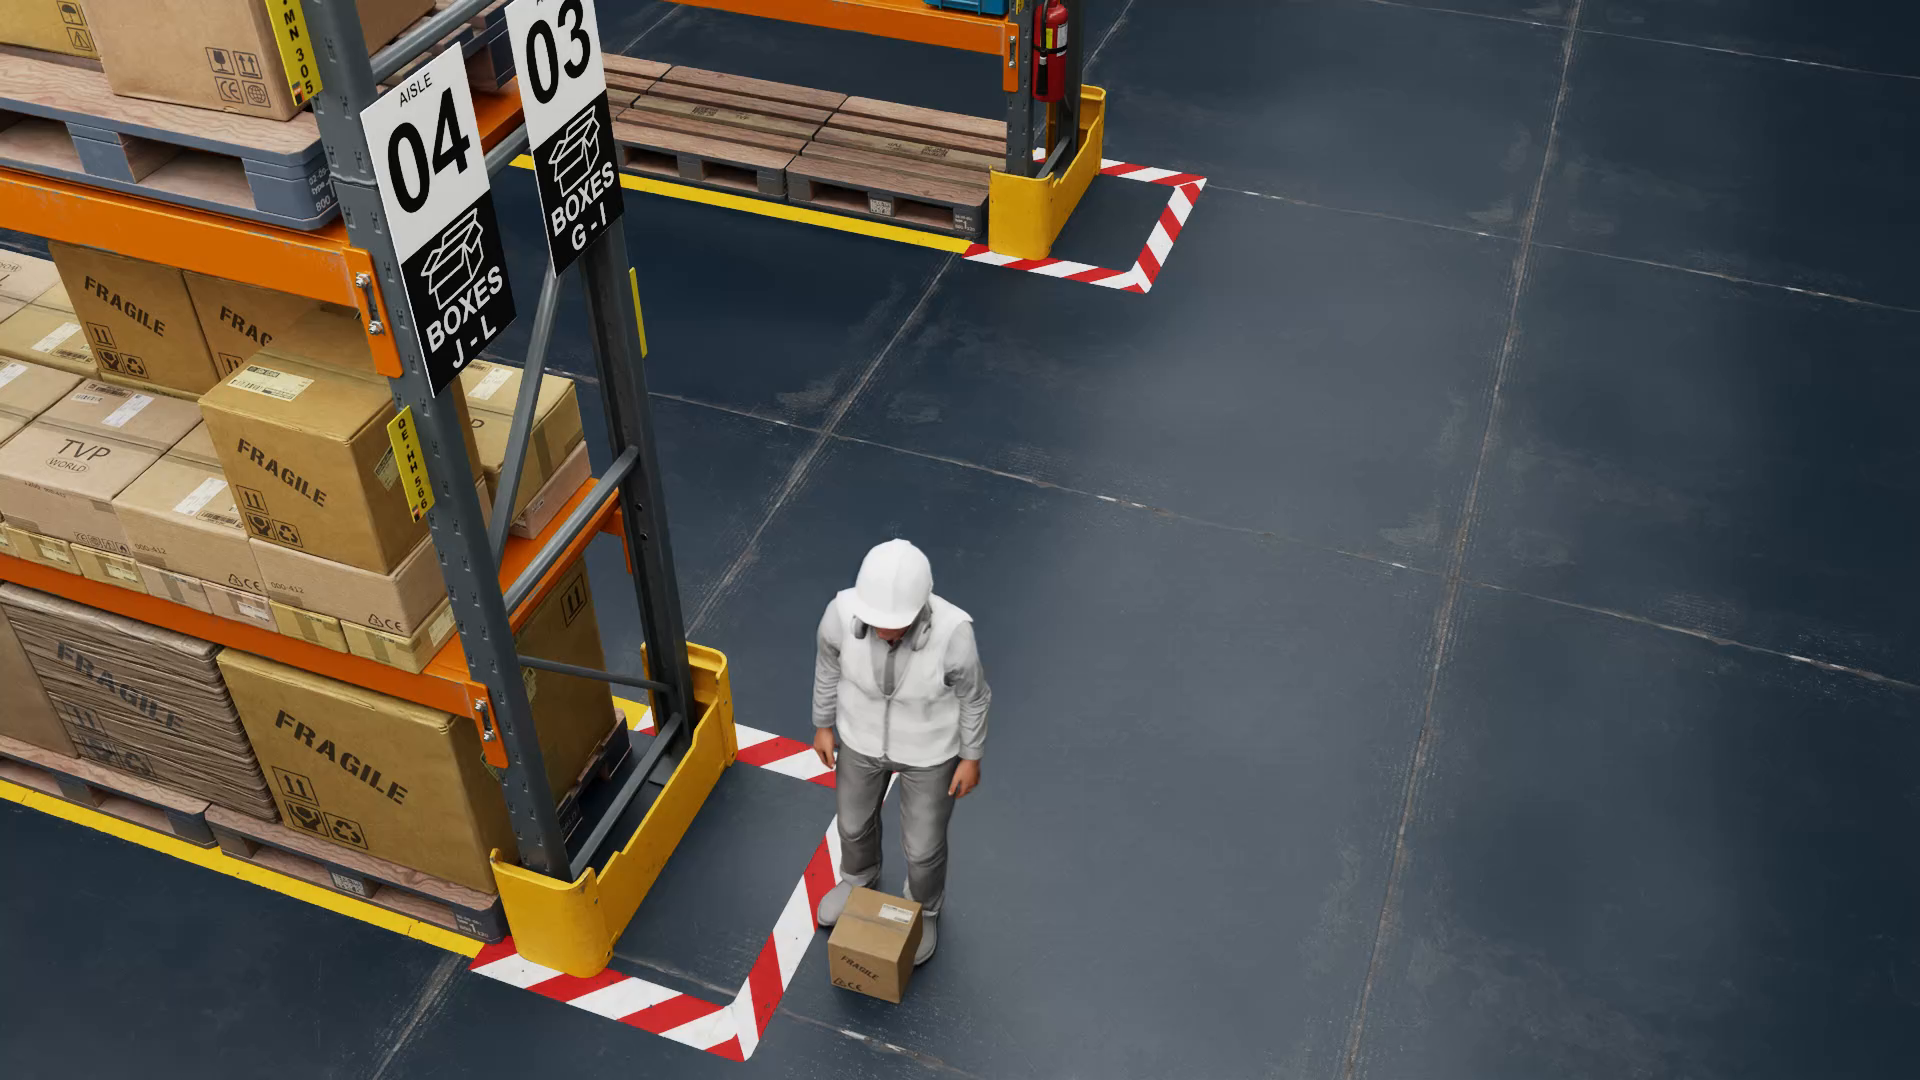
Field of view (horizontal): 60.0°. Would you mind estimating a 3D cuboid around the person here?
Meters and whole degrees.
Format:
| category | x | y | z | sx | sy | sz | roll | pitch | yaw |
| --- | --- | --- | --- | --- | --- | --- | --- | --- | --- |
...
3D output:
| category | x | y | z | sx | sy | sz | roll | pitch | yaw |
| --- | --- | --- | --- | --- | --- | --- | --- | --- | --- |
| person | -0.200 | 0.656 | 5.391 | 0.586 | 1.770 | 0.476 | 11 | 42 | 12 |
